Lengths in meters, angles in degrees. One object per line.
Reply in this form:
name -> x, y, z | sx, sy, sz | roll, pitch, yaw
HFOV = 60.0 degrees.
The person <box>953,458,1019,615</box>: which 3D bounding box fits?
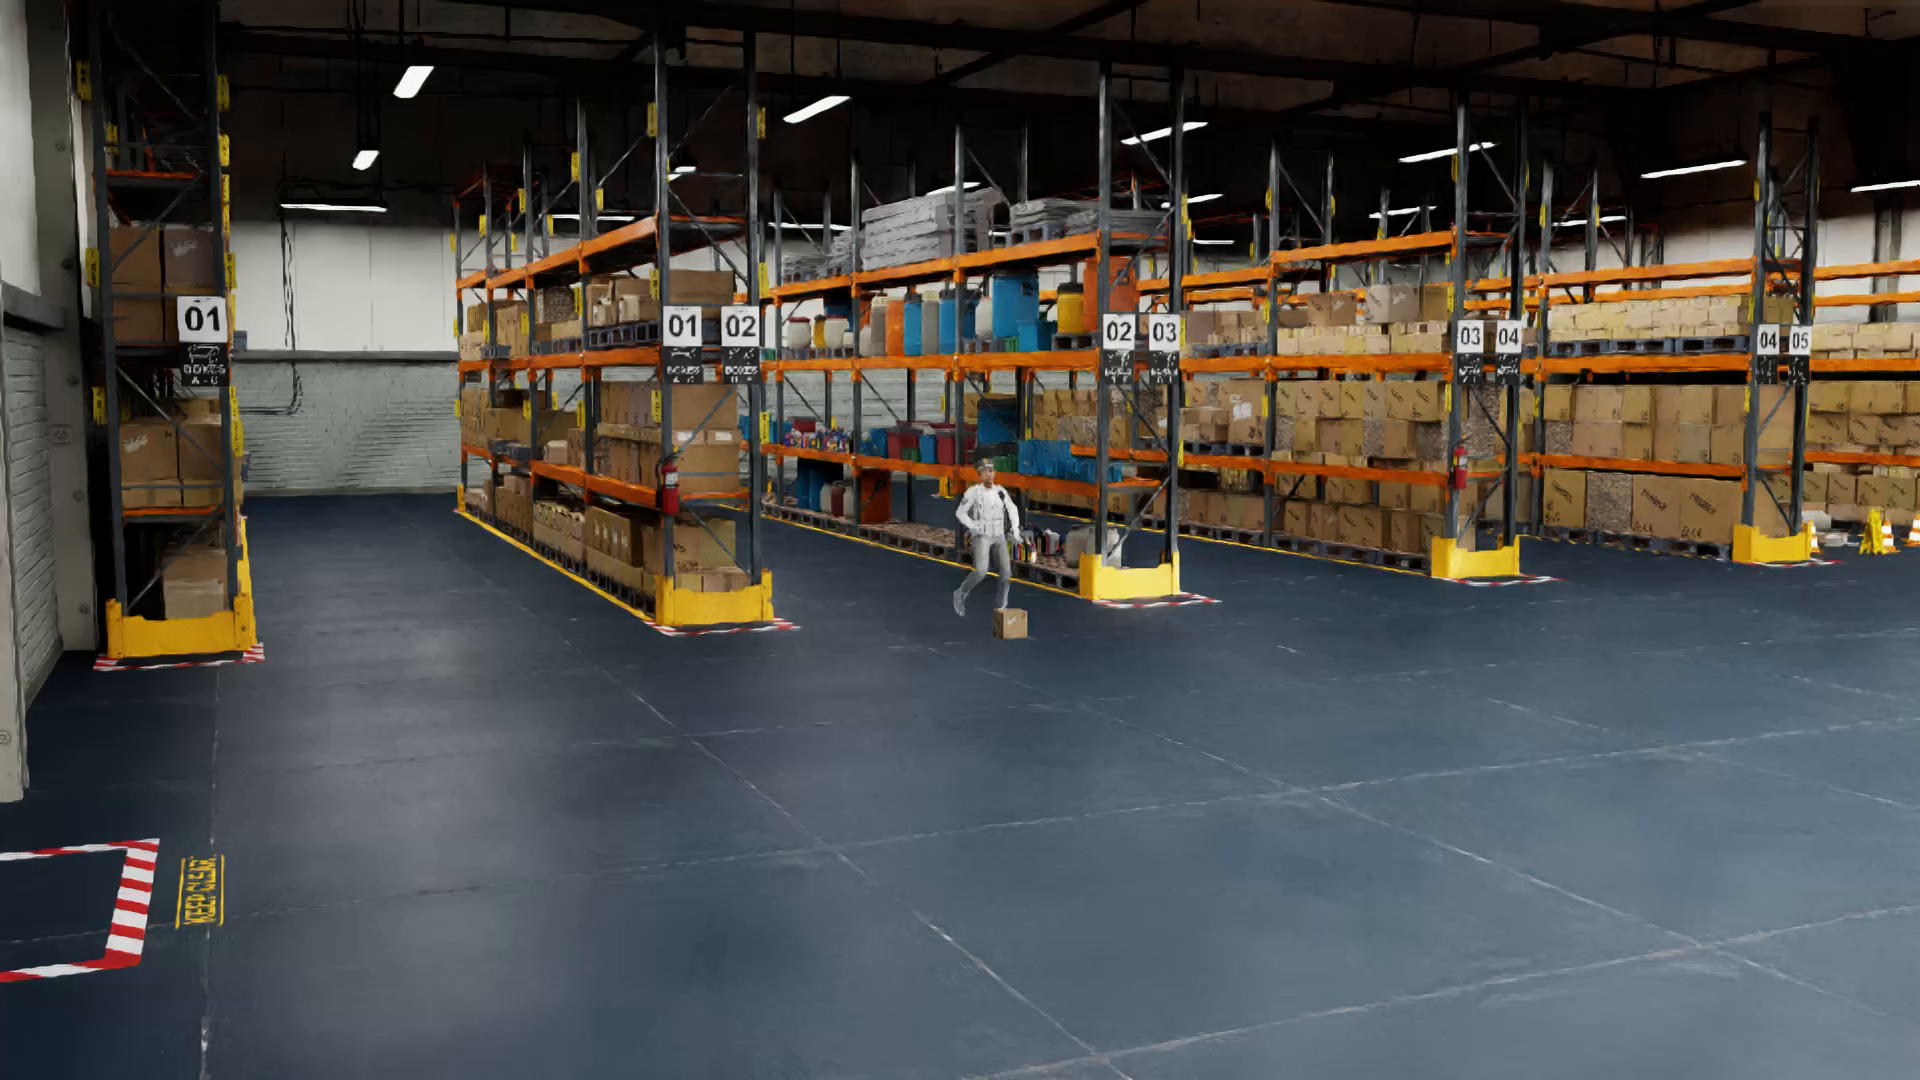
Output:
person -> 0.308, -0.018, 17.216 | 0.727, 1.670, 0.461 | -3, 6, -26
